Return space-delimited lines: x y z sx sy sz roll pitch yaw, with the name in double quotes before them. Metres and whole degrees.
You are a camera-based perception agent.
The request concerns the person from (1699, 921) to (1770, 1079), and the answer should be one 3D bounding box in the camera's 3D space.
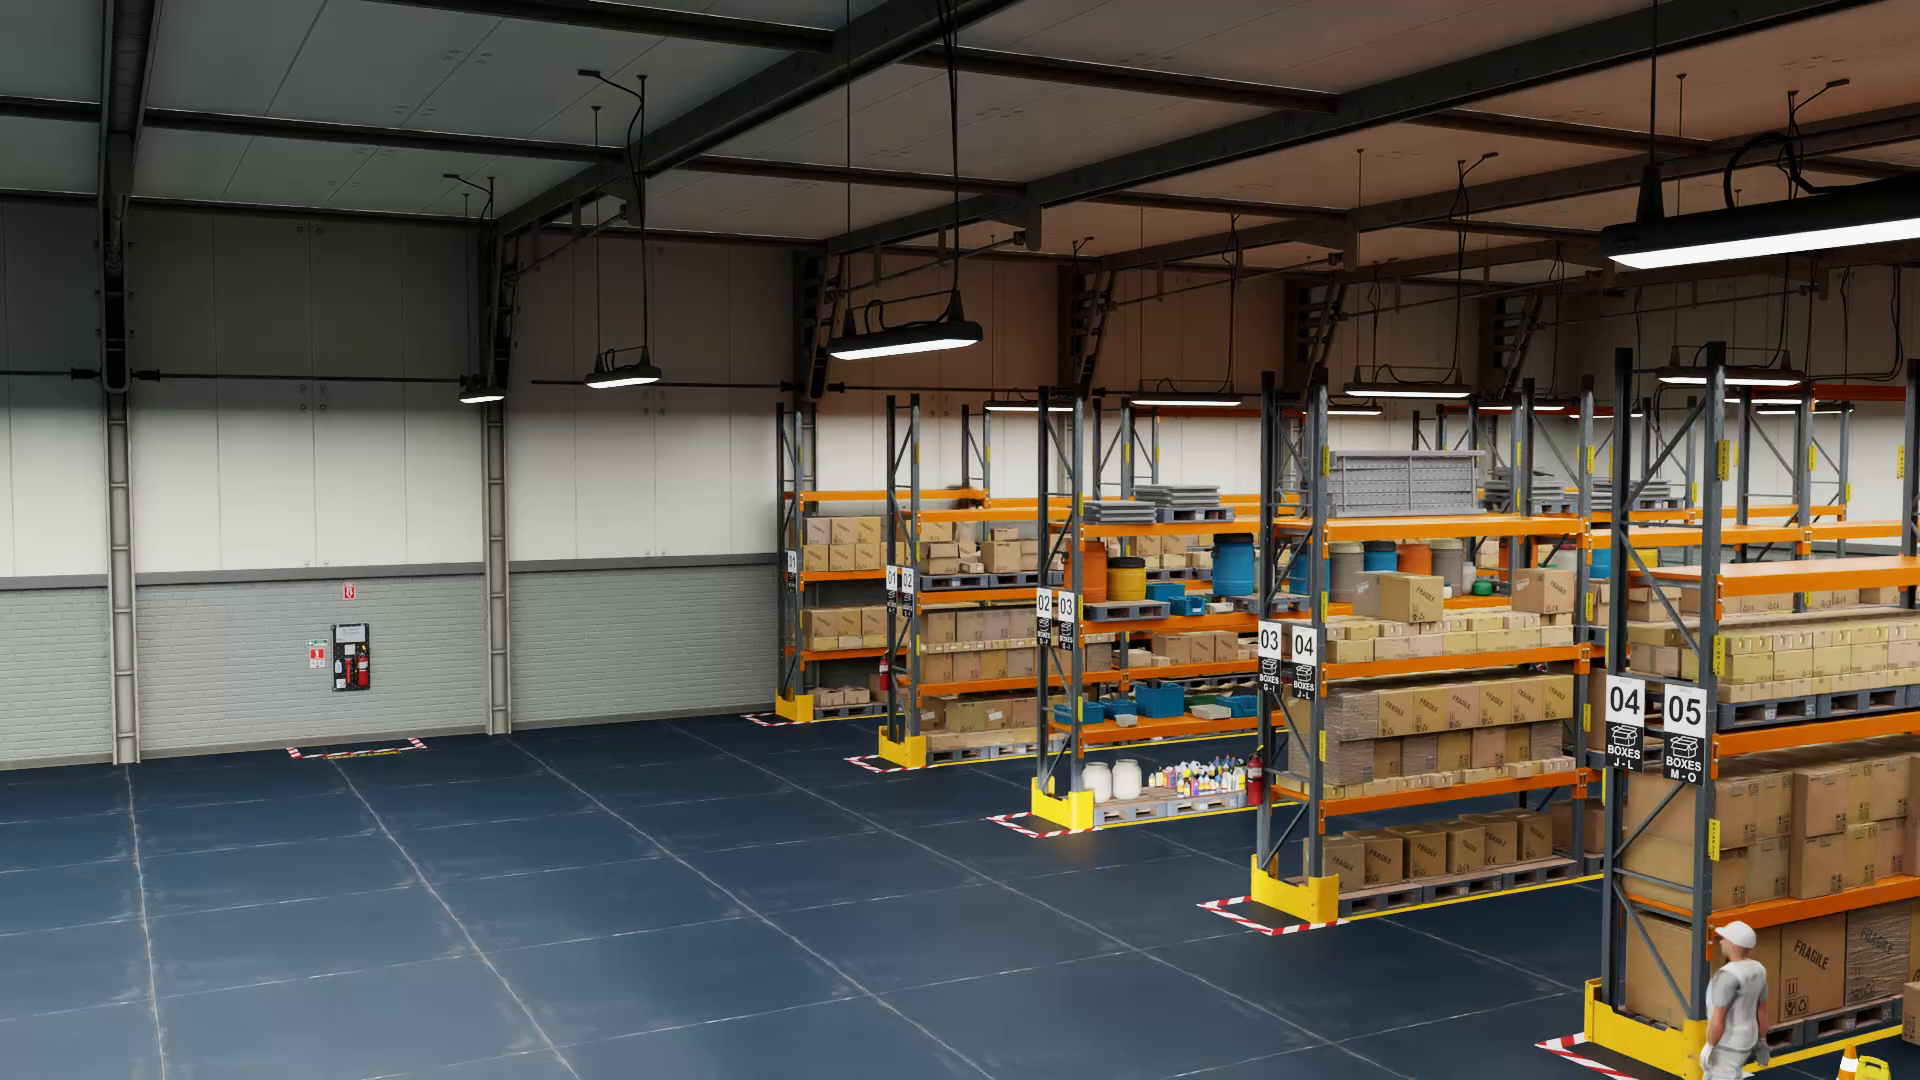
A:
"person" 5.550 3.609 11.882 0.905 1.774 0.546 3 4 41
